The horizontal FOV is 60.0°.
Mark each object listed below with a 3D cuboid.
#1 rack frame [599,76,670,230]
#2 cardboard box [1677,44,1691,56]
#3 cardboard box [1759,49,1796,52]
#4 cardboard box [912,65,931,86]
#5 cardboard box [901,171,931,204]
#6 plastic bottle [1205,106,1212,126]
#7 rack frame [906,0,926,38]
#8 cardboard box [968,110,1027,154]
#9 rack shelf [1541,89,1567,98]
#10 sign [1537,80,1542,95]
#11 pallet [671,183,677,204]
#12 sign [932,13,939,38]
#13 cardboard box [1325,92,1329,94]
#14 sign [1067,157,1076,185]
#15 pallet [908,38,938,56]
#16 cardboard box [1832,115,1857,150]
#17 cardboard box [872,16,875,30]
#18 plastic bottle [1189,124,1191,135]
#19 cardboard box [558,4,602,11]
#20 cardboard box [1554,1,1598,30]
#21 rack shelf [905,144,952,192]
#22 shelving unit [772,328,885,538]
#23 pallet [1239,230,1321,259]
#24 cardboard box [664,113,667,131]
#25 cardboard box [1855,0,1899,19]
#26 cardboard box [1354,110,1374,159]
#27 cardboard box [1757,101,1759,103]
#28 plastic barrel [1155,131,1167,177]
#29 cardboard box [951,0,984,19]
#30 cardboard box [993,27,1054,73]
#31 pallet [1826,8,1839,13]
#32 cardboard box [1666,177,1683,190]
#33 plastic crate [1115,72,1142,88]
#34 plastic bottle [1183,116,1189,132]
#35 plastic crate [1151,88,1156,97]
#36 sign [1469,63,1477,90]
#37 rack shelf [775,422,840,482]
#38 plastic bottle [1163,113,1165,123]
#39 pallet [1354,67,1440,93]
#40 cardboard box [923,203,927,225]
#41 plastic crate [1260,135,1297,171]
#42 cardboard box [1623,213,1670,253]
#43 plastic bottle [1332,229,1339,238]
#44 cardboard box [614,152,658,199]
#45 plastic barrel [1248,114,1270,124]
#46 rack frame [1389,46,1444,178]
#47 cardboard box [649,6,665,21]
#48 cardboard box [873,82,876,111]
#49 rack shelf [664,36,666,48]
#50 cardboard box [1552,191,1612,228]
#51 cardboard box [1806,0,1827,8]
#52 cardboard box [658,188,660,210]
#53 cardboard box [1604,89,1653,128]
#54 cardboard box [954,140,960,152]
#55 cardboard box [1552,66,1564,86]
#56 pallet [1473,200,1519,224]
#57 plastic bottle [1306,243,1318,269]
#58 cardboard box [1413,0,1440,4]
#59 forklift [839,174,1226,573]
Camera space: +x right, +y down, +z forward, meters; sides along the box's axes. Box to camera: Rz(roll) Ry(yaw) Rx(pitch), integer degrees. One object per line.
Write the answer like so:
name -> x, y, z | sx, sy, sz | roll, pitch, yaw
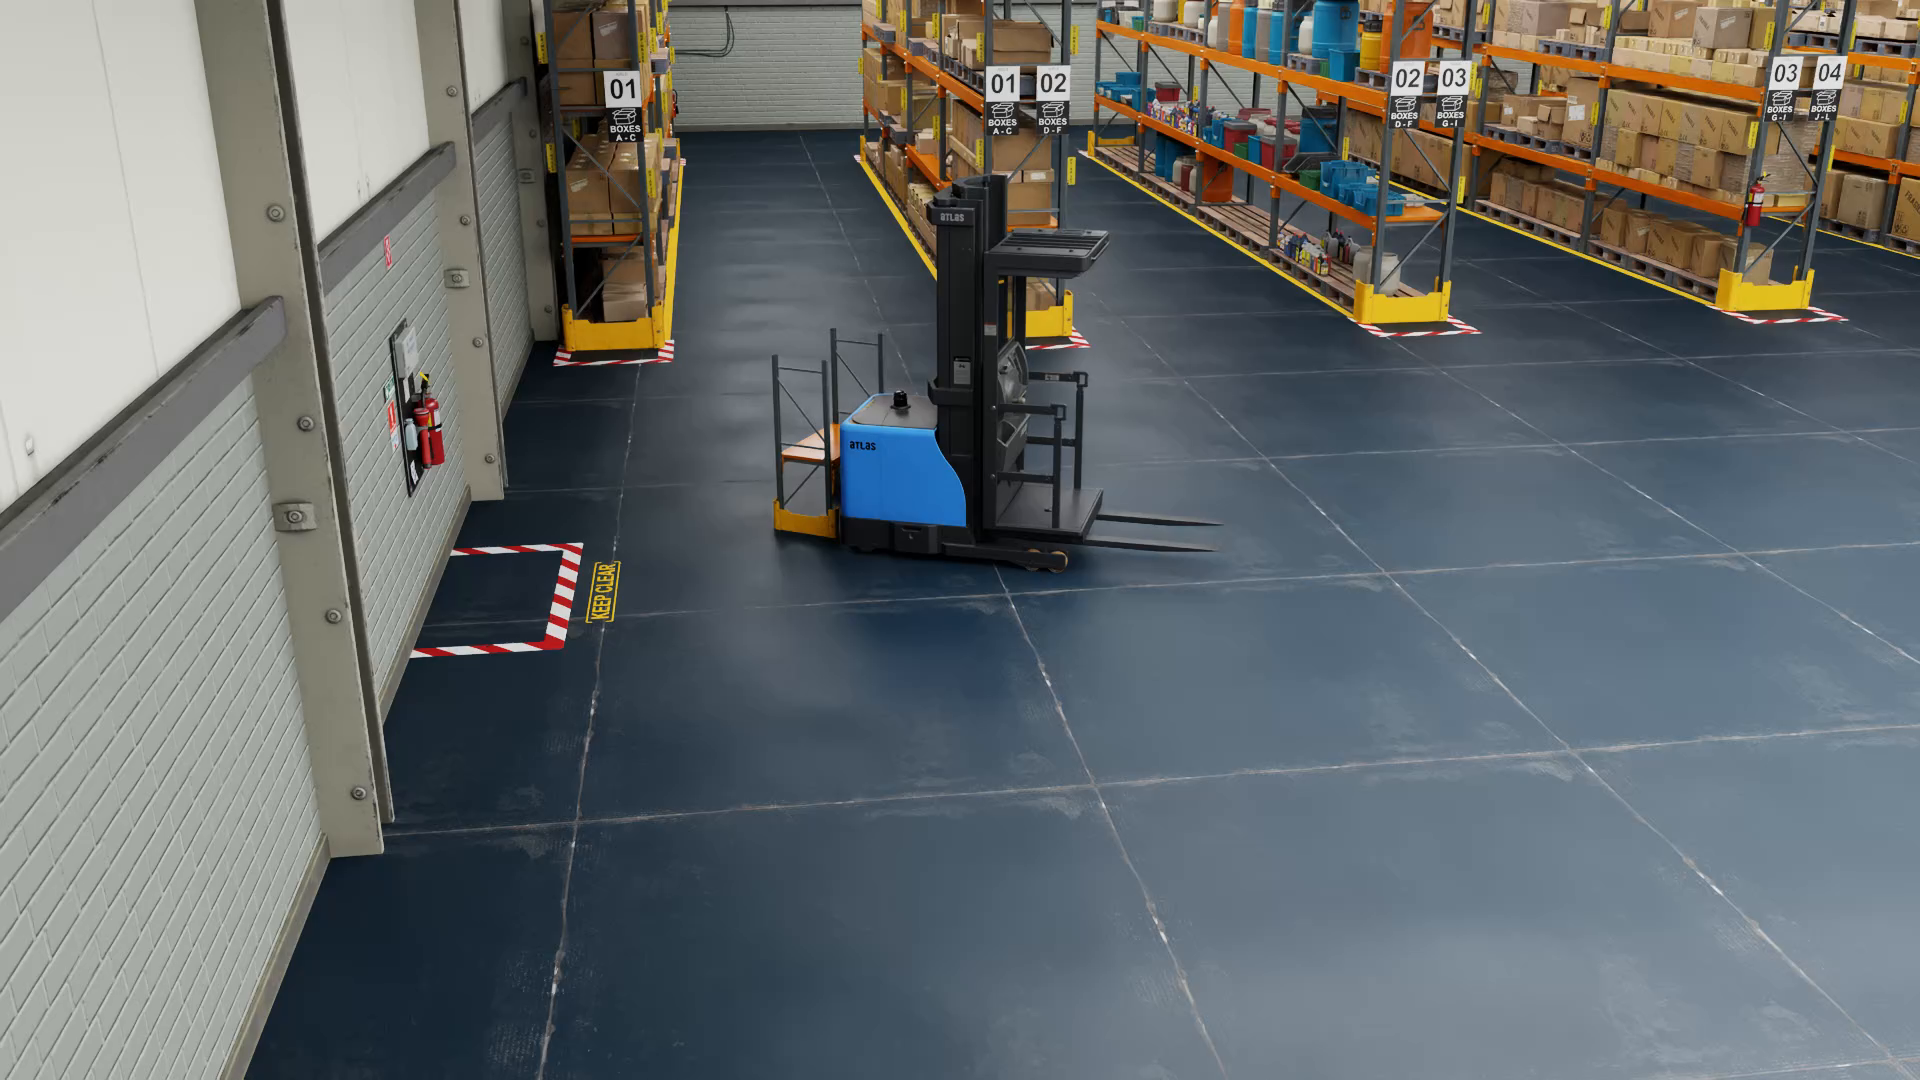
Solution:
rack frame -> -5.273, -6.473, 26.759 | 1.000, 3.000, 0.127 | -3, 21, -8
cardboard box -> 10.046, -6.694, 22.709 | 0.380, 0.149, 0.250 | -2, 21, -6
cardboard box -> 10.705, -6.355, 21.801 | 0.380, 0.149, 0.250 | -2, 21, -6
cardboard box -> -0.738, -8.801, 31.422 | 0.500, 0.500, 0.500 | -2, 21, -6
cardboard box -> -0.739, -6.071, 28.627 | 0.500, 0.500, 0.500 | -2, 21, -6
plastic bottle -> 4.438, -7.597, 29.840 | 0.144, 0.351, 0.185 | -3, 21, -8
rack frame -> -0.372, -9.534, 26.382 | 1.000, 3.000, 0.127 | -3, 21, -8
cardboard box -> 0.492, -5.319, 21.673 | 0.700, 0.500, 0.500 | -3, 21, -8
rack shelf -> 13.489, -9.178, 35.030 | 1.077, 0.370, 4.000 | -3, 21, -8
sign -> 9.967, -7.758, 28.659 | 0.100, 0.325, 0.005 | -3, 21, -8
pallet -> -5.664, -6.288, 30.250 | 1.003, 0.211, 1.213 | -3, 21, -8
sign -> -0.331, -7.103, 22.971 | 0.100, 0.325, 0.005 | -3, 21, -8
cardboard box -> 8.041, -9.646, 35.615 | 0.380, 0.149, 0.250 | -3, 21, -9
sign -> 1.331, -4.423, 19.920 | 0.100, 0.325, 0.005 | -3, 21, -8
pallet -> -0.186, -7.810, 26.323 | 1.213, 0.211, 1.003 | -2, 21, -5
cardboard box -> 14.445, -6.616, 27.001 | 0.500, 0.500, 0.500 | -3, 21, -7
cardboard box -> -1.424, -9.945, 31.983 | 0.500, 0.250, 0.500 | -3, 21, -8
plastic bottle -> 4.018, -7.119, 28.773 | 0.097, 0.201, 0.097 | 0, 20, 0
cardboard box -> -4.645, -6.303, 20.418 | 0.500, 0.500, 0.500 | -3, 21, -8
cardboard box -> 9.889, -8.407, 26.793 | 0.500, 0.500, 0.500 | -3, 21, -7
rack shelf -> -0.083, -5.694, 25.704 | 1.077, 0.370, 4.000 | -3, 21, -8
shelving unit -> -1.081, -0.929, 14.060 | 0.587, 1.500, 1.083 | 9, 22, 22
pallet -> 4.955, -4.551, 25.600 | 1.003, 0.211, 1.213 | -3, 21, -8
cardboard box -> -5.156, -7.031, 27.658 | 0.500, 0.500, 0.500 | -2, 21, -6
cardboard box -> 14.882, -8.545, 27.135 | 0.500, 0.500, 0.500 | -3, 21, -8
cardboard box -> 8.709, -8.353, 34.229 | 0.875, 0.875, 0.875 | -3, 21, -8
cardboard box -> 14.483, -7.833, 29.736 | 0.380, 0.149, 0.250 | -2, 21, -5
plastic barrel -> 4.015, -7.382, 31.592 | 0.600, 0.901, 0.708 | -3, 21, -8
cardboard box -> 0.155, -7.437, 23.598 | 0.500, 0.500, 0.500 | -3, 21, -7
cardboard box -> 0.703, -5.869, 19.908 | 0.797, 0.503, 0.637 | -1, 21, -4
pallet -> 18.554, -10.754, 34.063 | 1.003, 0.211, 1.213 | -3, 21, -8
cardboard box -> 10.019, -4.937, 23.007 | 0.380, 0.149, 0.250 | -3, 21, -8
plastic crate -> 3.610, -9.680, 35.211 | 0.616, 0.435, 0.499 | -3, 21, -8
plastic bottle -> 3.962, -7.286, 29.121 | 0.097, 0.271, 0.097 | 0, 20, 0
plastic crate -> 3.916, -8.868, 33.256 | 0.437, 0.282, 0.530 | -3, 21, -8
sign -> 6.229, -5.638, 20.225 | 0.100, 0.325, 0.005 | -3, 21, -8
rack shelf -> -1.085, -0.757, 14.115 | 0.538, 0.185, 1.000 | 9, 22, 22
plastic bottle -> 3.767, -7.723, 30.390 | 0.097, 0.201, 0.097 | 0, 20, 0
pallet -> 5.661, -5.811, 20.969 | 1.003, 0.211, 1.213 | -3, 21, -8
cardboard box -> -0.288, -4.989, 25.314 | 0.500, 0.311, 0.500 | -3, 21, -8
plastic crate -> 4.734, -5.770, 24.786 | 0.402, 0.464, 0.583 | -3, 21, -8
cardboard box -> 10.116, -4.525, 24.516 | 0.500, 0.500, 0.500 | 4, 21, 9
plastic bottle -> 5.485, -4.344, 24.218 | 0.144, 0.351, 0.185 | -3, 21, -9
cardboard box -> -4.021, -4.525, 20.657 | 0.500, 0.500, 0.500 | -4, 21, -10
plastic barrel -> 4.890, -6.679, 27.153 | 0.421, 0.512, 0.421 | 0, 20, 0
rack frame -> 8.855, -8.607, 32.474 | 1.000, 3.000, 0.127 | -3, 21, -8
cardboard box -> -5.689, -9.689, 30.554 | 0.500, 0.250, 0.500 | -3, 21, -8
cardboard box -> -1.426, -8.672, 32.505 | 0.500, 0.500, 0.500 | -2, 21, -7
rack shelf -> -5.562, -8.233, 28.214 | 1.077, 0.370, 4.000 | -3, 21, -8
cardboard box -> 9.891, -5.252, 26.435 | 0.700, 0.500, 0.500 | -3, 21, -8
cardboard box -> 18.227, -11.482, 34.998 | 0.500, 0.500, 0.500 | -3, 21, -7
cardboard box -> -4.103, -4.358, 21.283 | 0.500, 0.250, 0.500 | -3, 21, -7
cardboard box -> 9.822, -6.323, 24.362 | 0.500, 0.500, 0.500 | -3, 21, -8
cardboard box -> 0.127, -5.411, 22.846 | 0.380, 0.149, 0.250 | -3, 21, -9
cardboard box -> 13.095, -10.040, 35.743 | 0.500, 0.500, 0.500 | -3, 21, -8
pallet -> 9.543, -5.645, 28.529 | 1.003, 0.211, 1.213 | -3, 21, -8
plastic bottle -> 4.928, -3.975, 23.230 | 0.144, 0.351, 0.185 | -2, 21, -6
cardboard box -> 8.948, -10.056, 31.322 | 0.700, 0.500, 0.500 | -2, 21, -6
forklift -> 0.605, -1.322, 13.066 | 3.031, 2.935, 1.130 | 5, 21, 13
